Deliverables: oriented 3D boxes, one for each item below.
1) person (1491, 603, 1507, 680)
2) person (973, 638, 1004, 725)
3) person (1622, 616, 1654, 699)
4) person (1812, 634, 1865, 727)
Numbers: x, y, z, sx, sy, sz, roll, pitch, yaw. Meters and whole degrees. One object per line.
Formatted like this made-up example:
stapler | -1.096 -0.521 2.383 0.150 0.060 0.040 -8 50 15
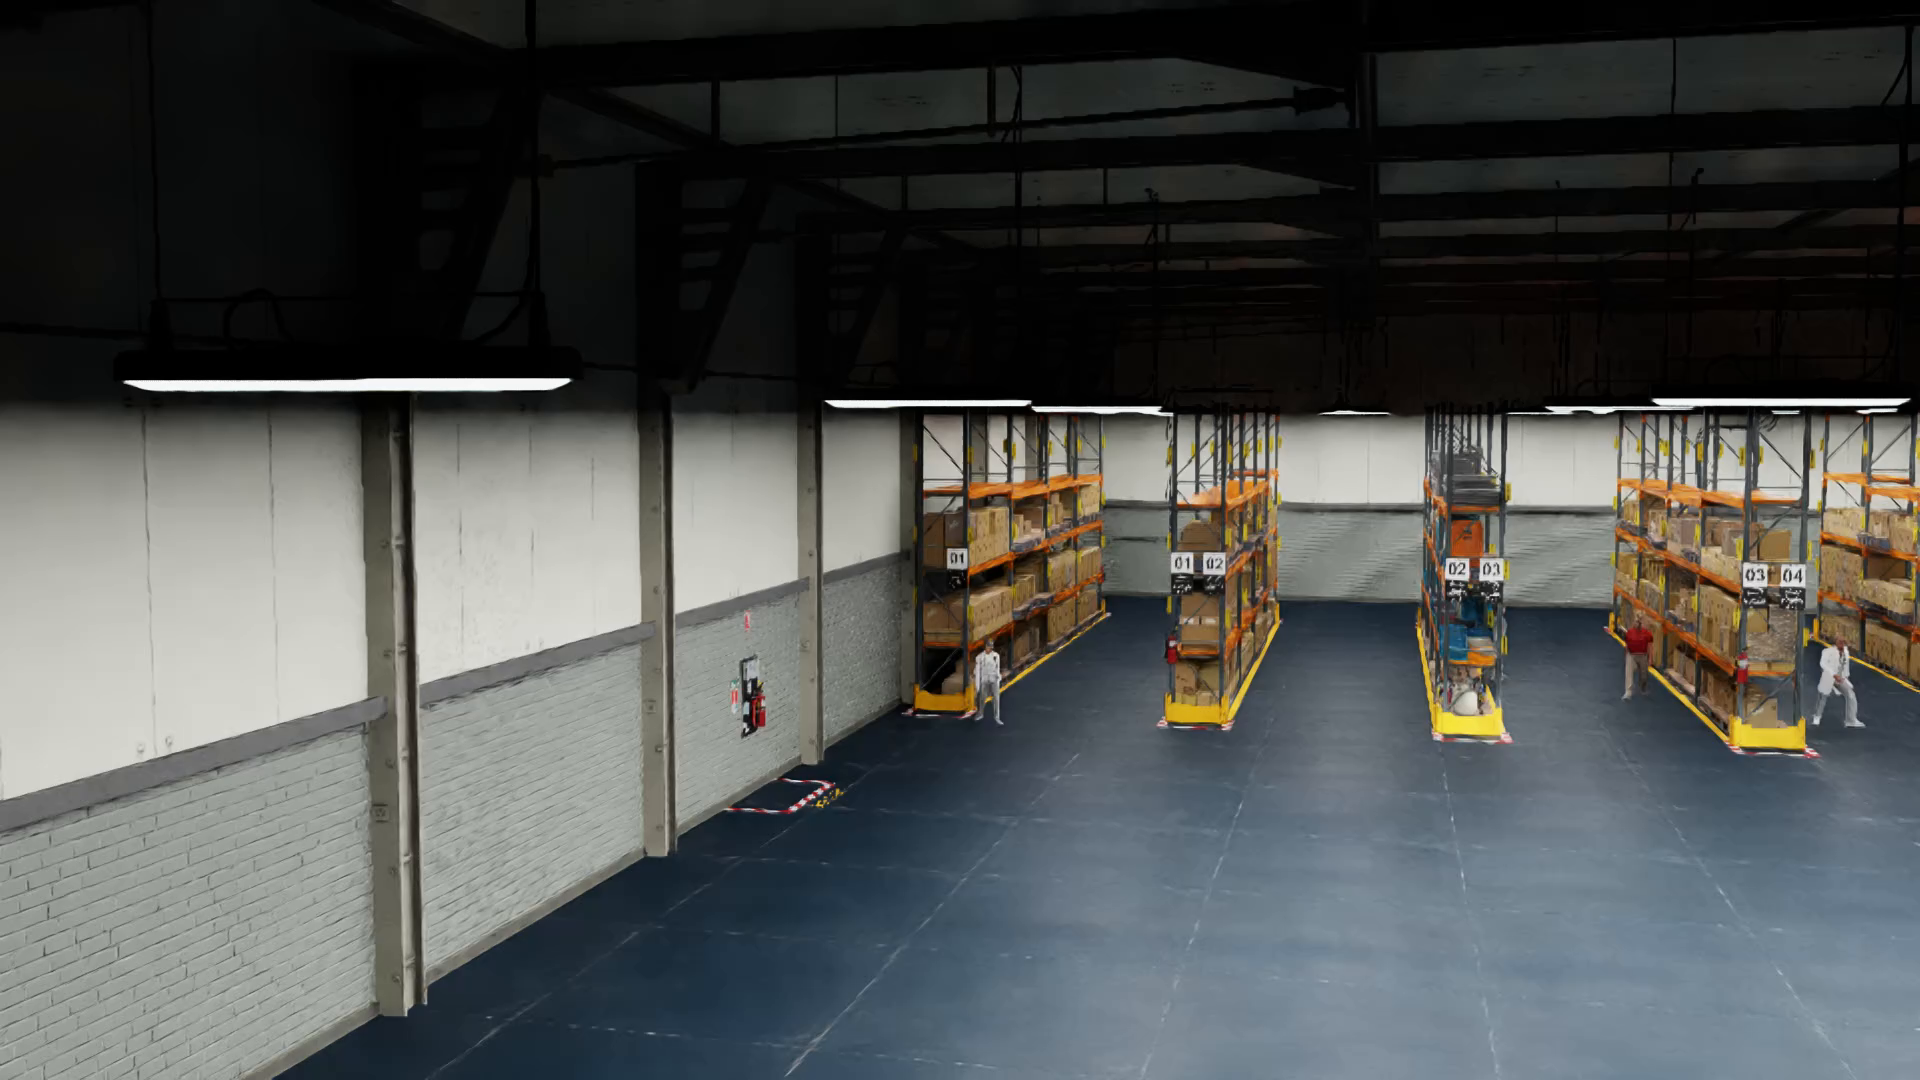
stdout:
person | 11.763 2.186 36.273 0.384 1.678 0.591 0 4 6
person | 0.522 2.619 31.053 0.529 1.625 0.935 -1 4 -9
person | 13.808 2.380 33.829 0.566 1.677 0.949 2 5 30
person | 16.186 2.585 30.755 0.727 1.722 0.853 0 4 -5
